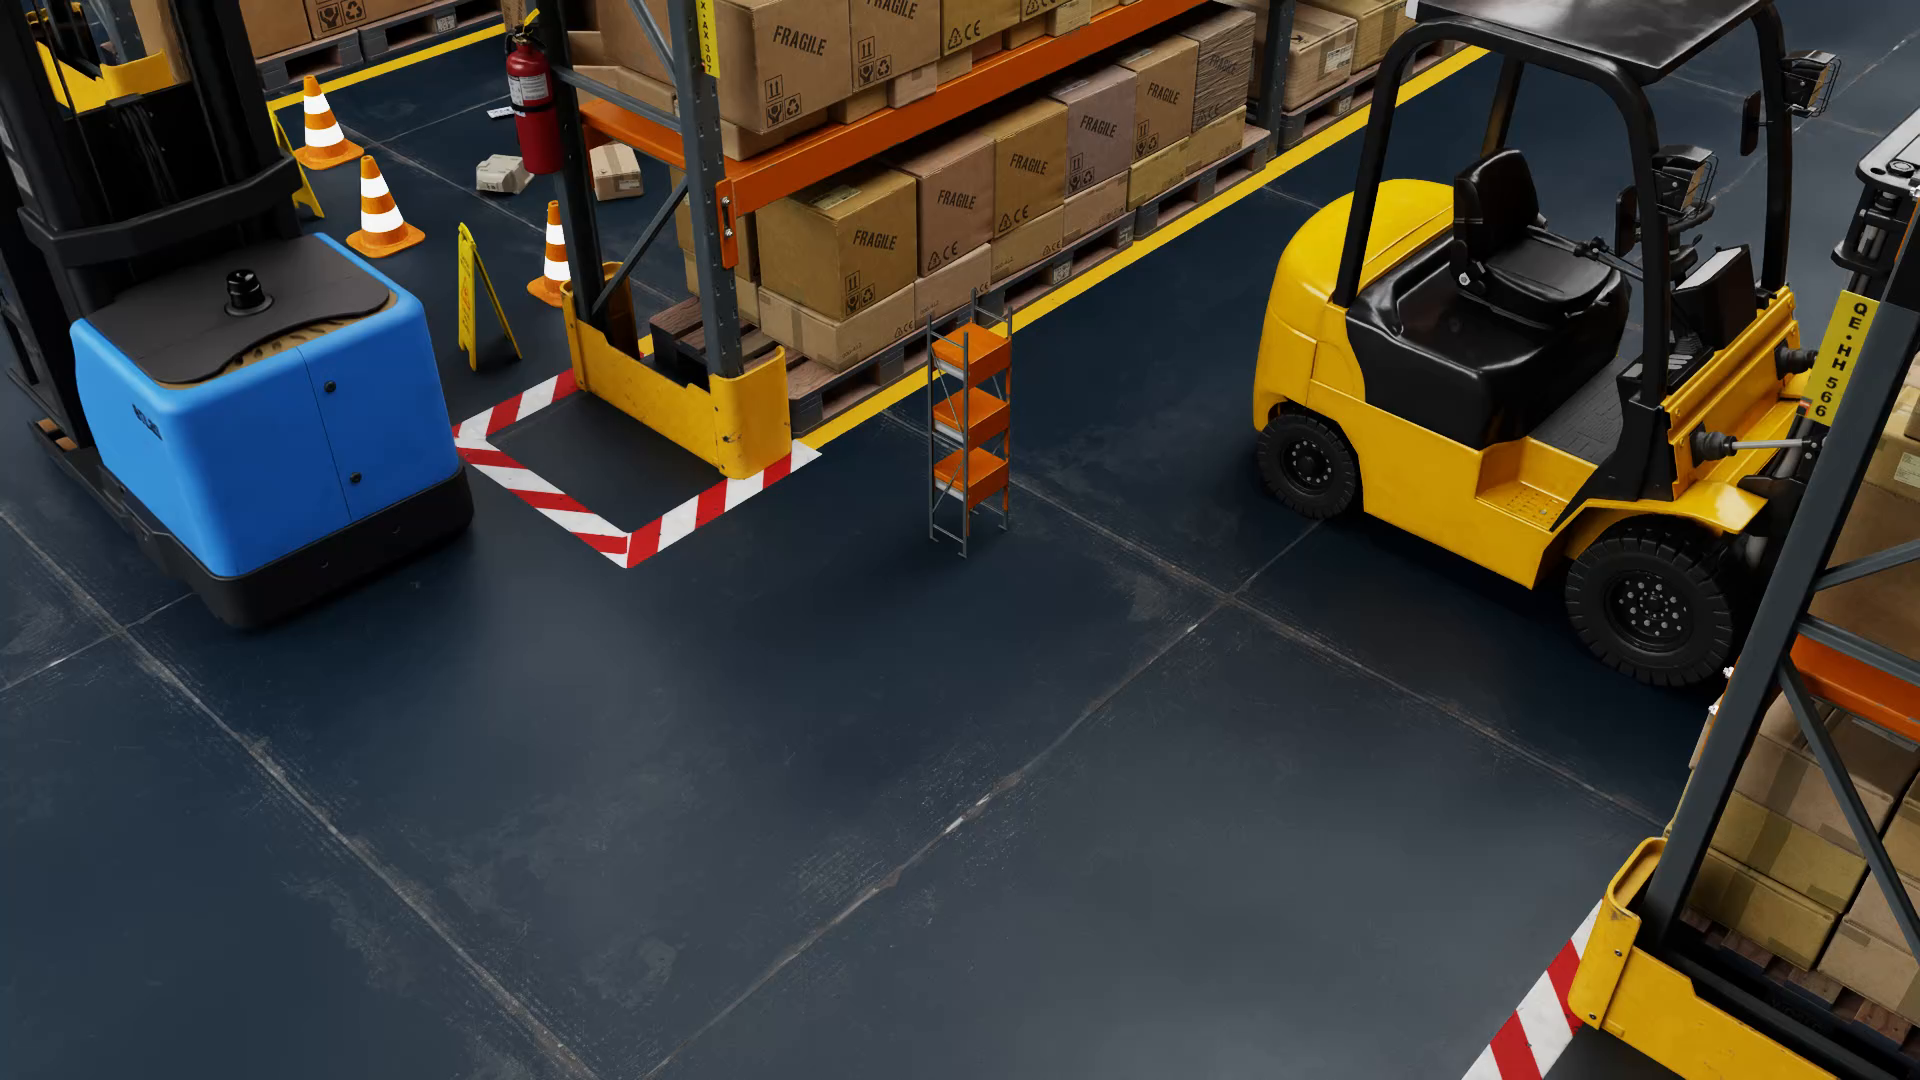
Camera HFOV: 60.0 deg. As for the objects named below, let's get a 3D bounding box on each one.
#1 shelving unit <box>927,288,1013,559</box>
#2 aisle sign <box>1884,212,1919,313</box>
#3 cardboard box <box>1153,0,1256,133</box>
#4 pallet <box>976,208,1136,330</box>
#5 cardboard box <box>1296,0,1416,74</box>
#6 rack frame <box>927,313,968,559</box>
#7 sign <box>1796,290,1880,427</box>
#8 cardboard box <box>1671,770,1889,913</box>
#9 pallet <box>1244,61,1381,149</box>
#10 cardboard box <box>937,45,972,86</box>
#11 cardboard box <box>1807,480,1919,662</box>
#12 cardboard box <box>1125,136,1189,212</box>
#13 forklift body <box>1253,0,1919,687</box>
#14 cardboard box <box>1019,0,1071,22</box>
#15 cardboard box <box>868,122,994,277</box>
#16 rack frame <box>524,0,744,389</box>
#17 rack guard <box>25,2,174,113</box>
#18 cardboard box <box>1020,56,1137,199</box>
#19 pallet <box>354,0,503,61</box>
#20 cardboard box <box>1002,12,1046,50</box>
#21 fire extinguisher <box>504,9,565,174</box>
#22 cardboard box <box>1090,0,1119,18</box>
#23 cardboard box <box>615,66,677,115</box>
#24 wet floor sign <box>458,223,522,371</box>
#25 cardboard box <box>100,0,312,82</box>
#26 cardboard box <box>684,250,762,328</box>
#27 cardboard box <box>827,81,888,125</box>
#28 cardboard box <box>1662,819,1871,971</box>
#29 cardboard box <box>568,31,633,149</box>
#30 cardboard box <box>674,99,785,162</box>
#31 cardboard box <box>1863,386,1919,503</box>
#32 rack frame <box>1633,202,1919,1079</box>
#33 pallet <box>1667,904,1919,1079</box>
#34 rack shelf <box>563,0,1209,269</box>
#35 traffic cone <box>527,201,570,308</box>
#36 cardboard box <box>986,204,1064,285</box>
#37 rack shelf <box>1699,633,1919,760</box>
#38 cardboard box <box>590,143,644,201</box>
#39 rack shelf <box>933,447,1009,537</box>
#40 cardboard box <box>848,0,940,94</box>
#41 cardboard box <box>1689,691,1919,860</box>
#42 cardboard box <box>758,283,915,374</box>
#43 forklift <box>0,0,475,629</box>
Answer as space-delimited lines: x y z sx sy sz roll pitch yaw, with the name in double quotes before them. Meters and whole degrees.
"shelving unit" 0.036 -0.435 6.454 0.215 1.050 0.252 30 47 32
"aisle sign" 2.102 -0.731 3.170 0.394 0.787 0.004 30 47 32
"cardboard box" 1.194 -2.538 8.800 0.500 0.500 0.500 29 47 31
"pallet" 0.145 -1.562 8.545 1.003 0.211 1.213 30 47 32
"cardboard box" 2.230 -3.250 10.201 0.625 0.372 0.950 -31 48 -33
"rack frame" -0.046 -0.379 6.384 0.200 1.050 0.008 30 47 32
"sign" 1.972 -0.400 3.723 0.100 0.325 0.005 30 47 32
"cardboard box" 2.461 0.741 4.878 0.500 0.250 0.500 29 47 31
"pallet" 1.919 -2.807 10.111 1.003 0.211 1.213 30 47 32
"cardboard box" -0.168 -2.114 7.200 0.380 0.149 0.250 31 48 33
"cardboard box" 2.501 0.004 4.254 0.500 0.500 0.500 29 47 31
"cardboard box" 0.843 -1.995 8.721 0.500 0.250 0.500 28 46 31
"forklift body" 2.296 -0.925 6.185 2.313 2.155 1.214 30 47 32
"cardboard box" 0.248 -2.670 7.379 0.500 0.500 0.500 29 47 31
"cardboard box" -0.190 -1.592 7.611 0.500 0.500 0.500 28 46 30
"rack frame" -1.303 -1.703 6.481 1.000 3.000 0.127 30 47 32
"rack guard" -5.042 -2.745 9.801 1.175 0.500 0.348 30 47 32
"cardboard box" 0.509 -2.068 8.210 0.500 0.500 0.500 -31 48 -33
"pallet" -3.721 -3.601 11.109 1.003 0.211 1.213 30 47 32
"cardboard box" 0.166 -2.369 7.521 0.380 0.149 0.250 28 46 31
"fire extinguisher" -1.721 -1.813 6.683 0.296 0.674 0.183 30 47 32
"cardboard box" 0.526 -2.593 7.803 0.380 0.149 0.250 29 47 31
"cardboard box" -1.209 -1.866 6.888 0.380 0.149 0.250 31 48 33
"wet floor sign" -2.221 -1.143 7.669 0.232 0.644 0.267 -18 42 -21
"cardboard box" -4.617 -3.407 9.994 0.875 0.875 0.875 30 47 32
"cardboard box" -0.940 -1.286 7.829 0.500 0.250 0.500 29 47 32
"cardboard box" -0.523 -1.883 6.910 0.380 0.149 0.250 28 46 31
"cardboard box" 2.447 0.943 5.026 0.500 0.250 0.500 30 47 32
"cardboard box" -1.987 -2.596 9.610 0.797 0.503 0.637 2 39 2
"cardboard box" -0.921 -1.674 6.646 0.380 0.149 0.250 30 47 32
"cardboard box" 2.390 -0.190 3.978 0.380 0.149 0.250 30 48 32
"rack frame" 2.363 0.380 3.862 1.000 3.000 0.127 30 47 32
"pallet" 2.848 1.102 5.194 1.003 0.211 1.213 30 47 32
"rack shelf" 0.046 -2.340 7.861 1.077 0.370 4.000 30 47 32
"traffic cone" -1.965 -1.449 8.200 0.336 0.463 0.334 30 47 32
"cardboard box" 0.154 -1.533 8.139 0.500 0.250 0.500 -31 48 -33
"rack shelf" 3.712 -0.257 5.242 1.077 0.370 4.000 30 47 32
"cardboard box" -1.911 -2.037 9.192 0.250 0.149 0.380 -11 40 -14
"rack shelf" 0.036 -0.210 6.634 0.215 0.259 0.240 30 47 32
"cardboard box" -0.432 -2.199 6.786 0.500 0.500 0.500 31 48 33
"cardboard box" 2.444 0.558 4.707 0.500 0.250 0.500 31 48 33
"cardboard box" -0.555 -1.045 7.526 0.500 0.250 0.500 29 47 32
"forklift" -3.370 -1.631 6.446 1.130 2.935 3.031 -32 48 -33
